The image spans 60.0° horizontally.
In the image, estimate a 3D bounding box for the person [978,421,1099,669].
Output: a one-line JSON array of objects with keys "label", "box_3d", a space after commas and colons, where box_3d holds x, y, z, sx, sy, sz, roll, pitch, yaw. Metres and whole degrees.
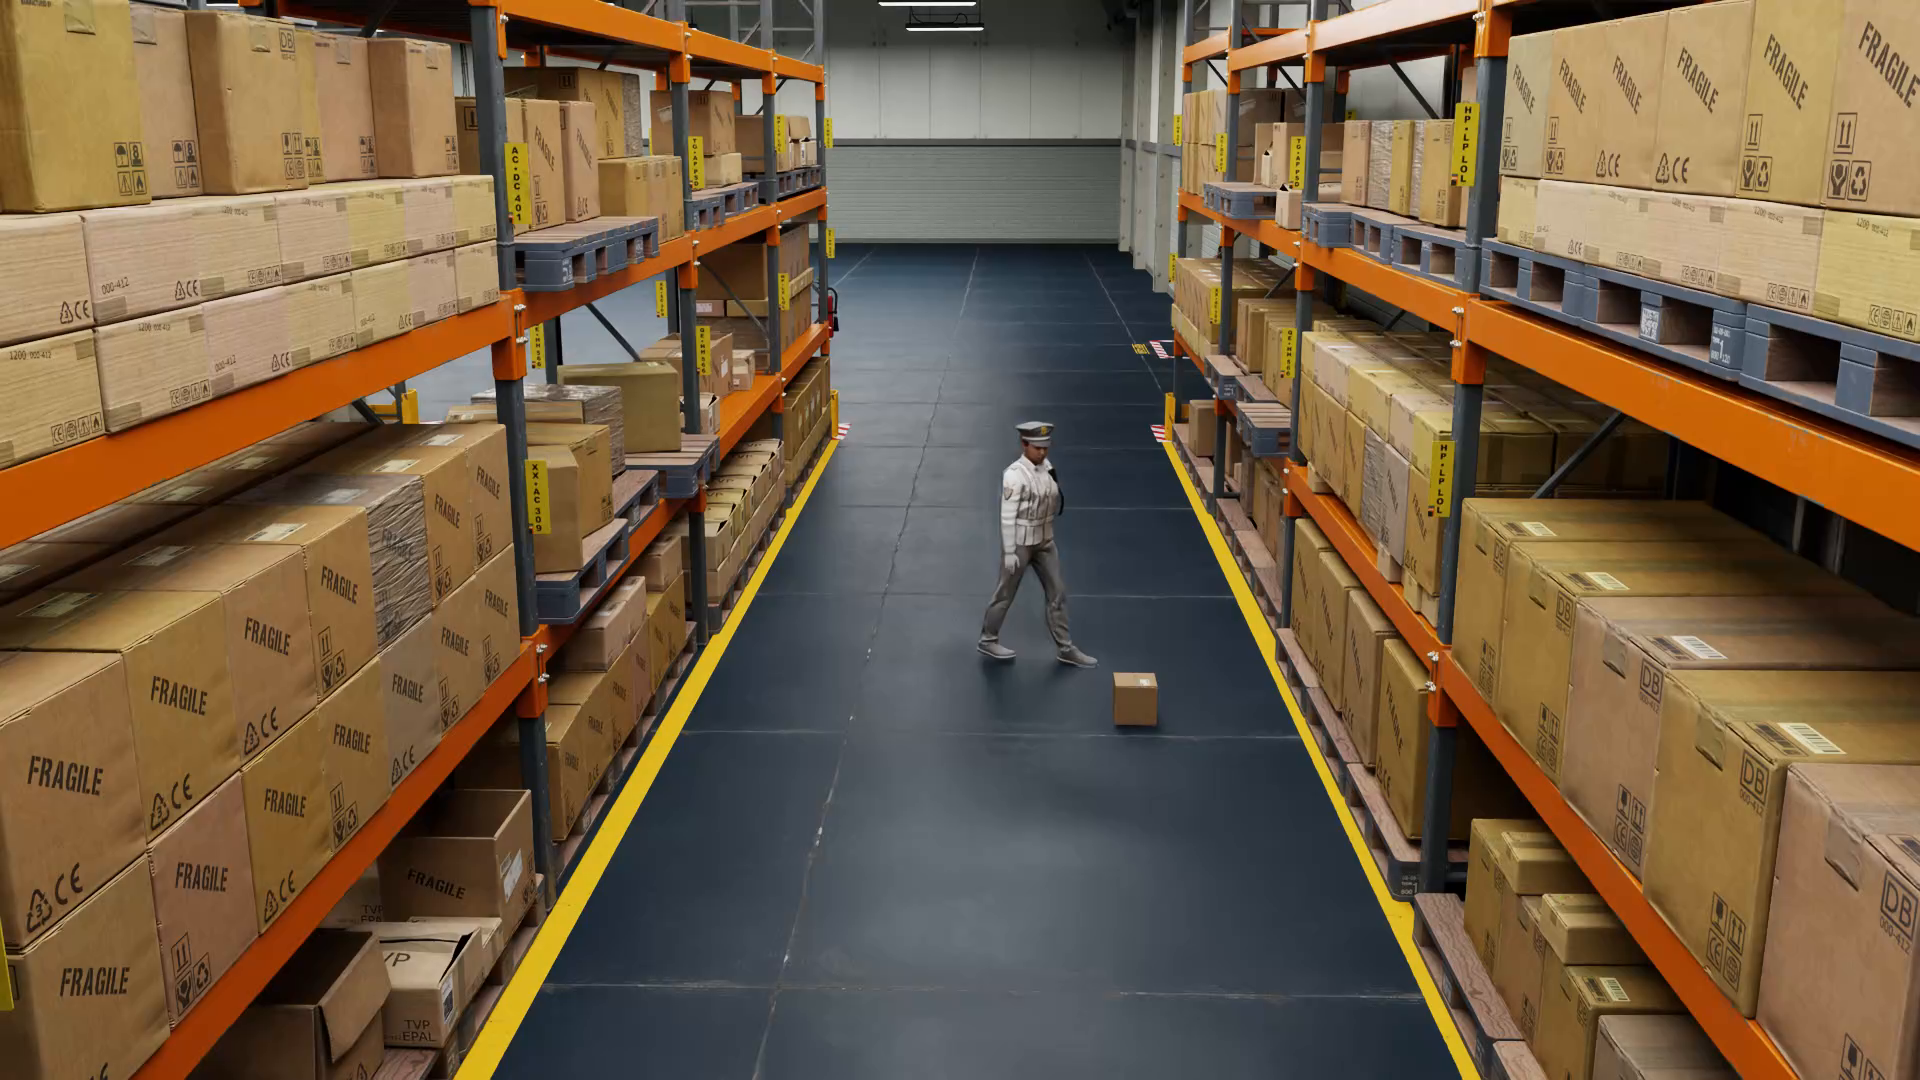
[{"label": "person", "box_3d": [0.471, 0.031, 10.892, 0.759, 1.656, 0.568, 11, 18, 38]}]
